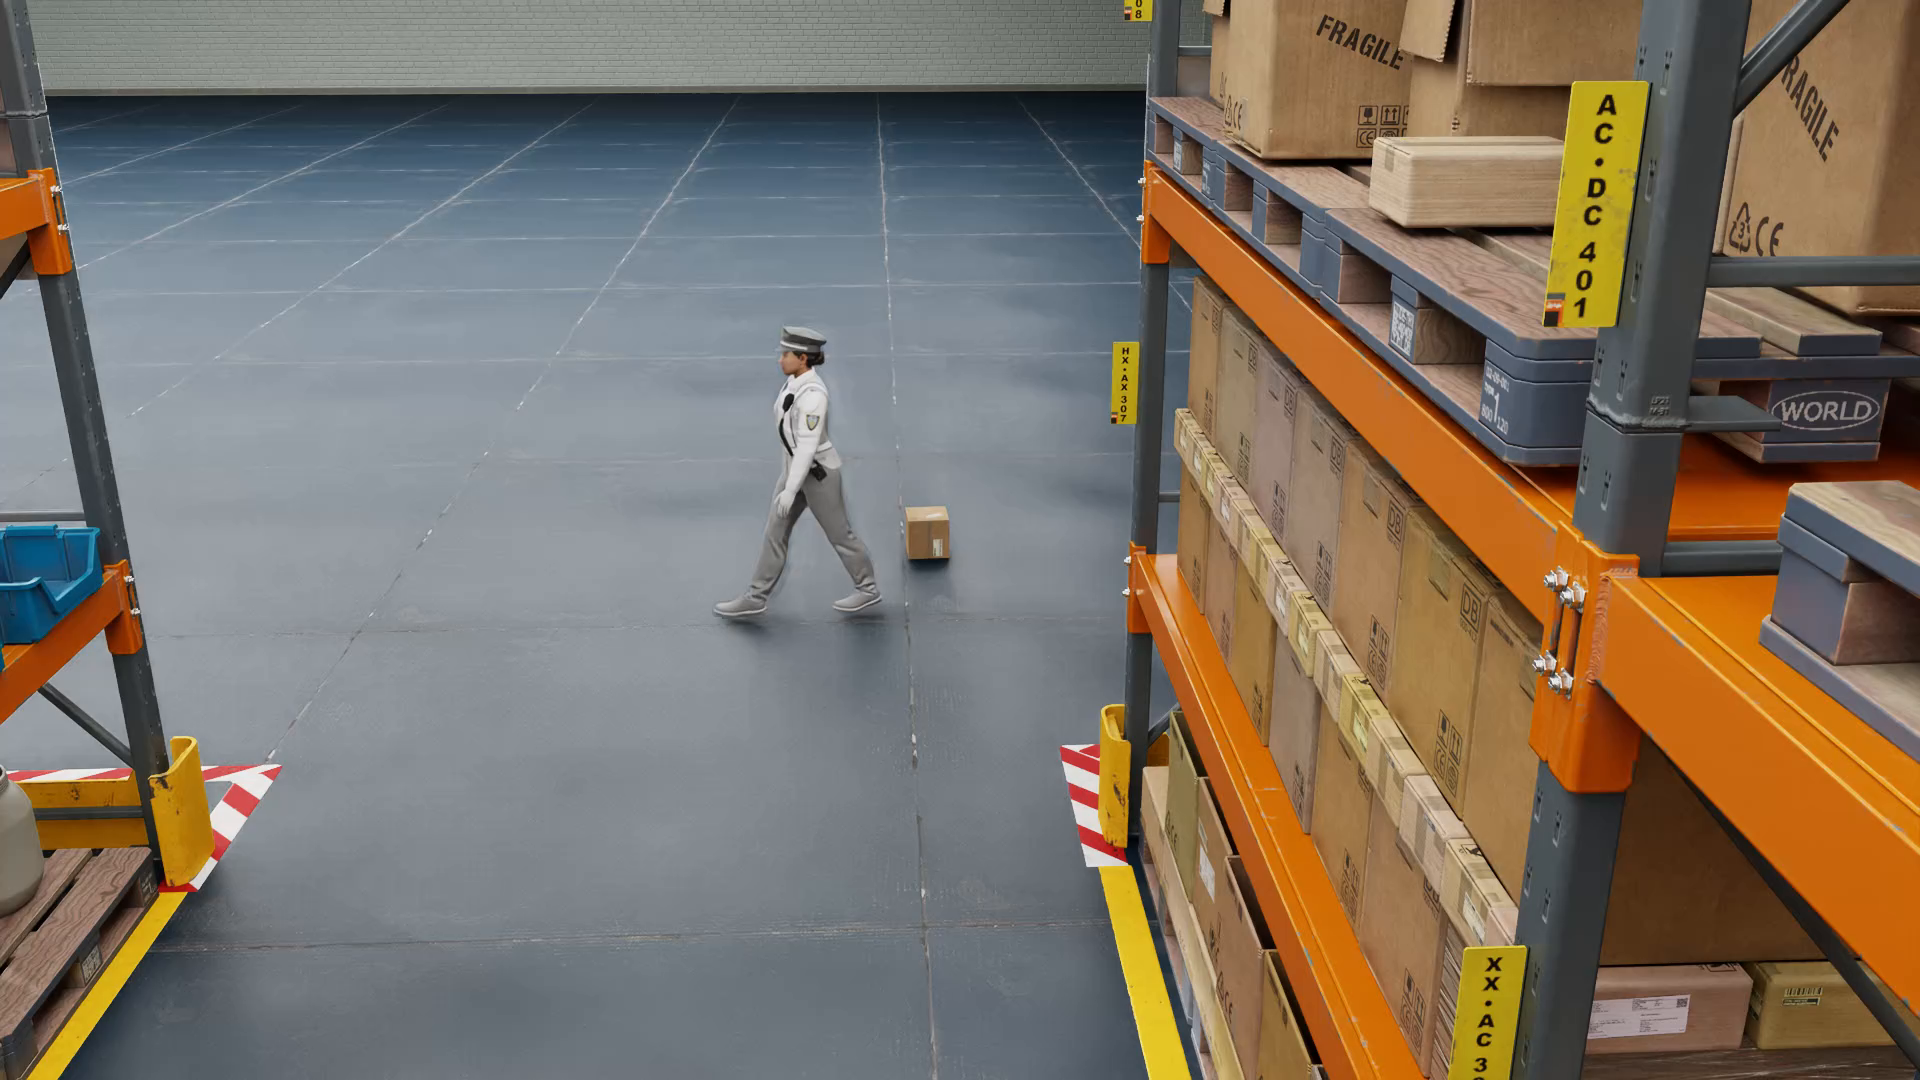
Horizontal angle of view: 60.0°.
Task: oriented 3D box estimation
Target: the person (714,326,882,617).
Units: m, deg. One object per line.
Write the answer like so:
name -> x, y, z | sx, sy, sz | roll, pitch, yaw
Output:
person -> -0.879, -0.354, 8.952 | 0.916, 1.633, 0.531 | -8, 22, -21
